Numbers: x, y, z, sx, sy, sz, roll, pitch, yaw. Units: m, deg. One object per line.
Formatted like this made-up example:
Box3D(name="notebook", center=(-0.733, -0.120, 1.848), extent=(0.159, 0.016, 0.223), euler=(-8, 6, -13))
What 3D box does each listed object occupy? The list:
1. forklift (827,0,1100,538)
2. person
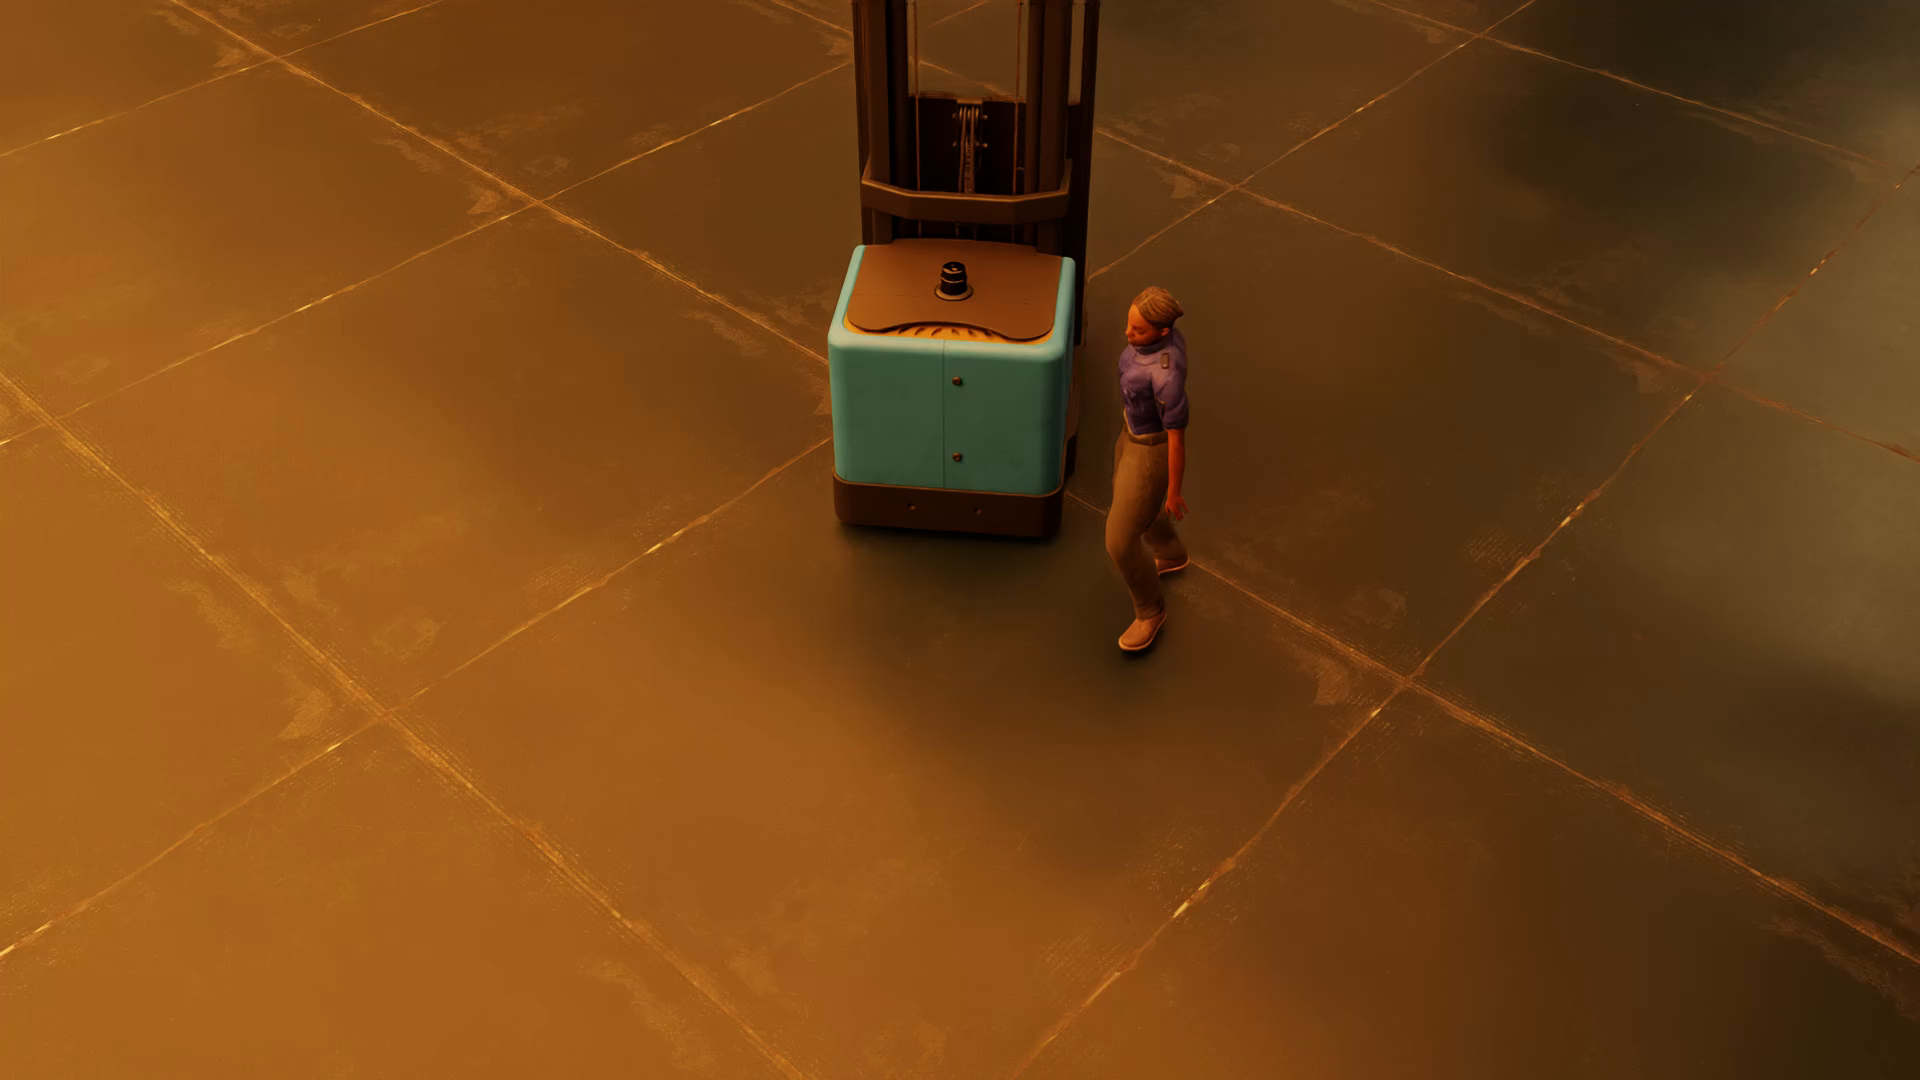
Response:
Box3D(name="forklift", center=(0.098, -2.079, 7.851), extent=(1.130, 2.935, 3.031), euler=(4, 41, 5))
Box3D(name="person", center=(0.815, -0.373, 6.857), extent=(0.414, 1.627, 0.811), euler=(1, 41, 2))
